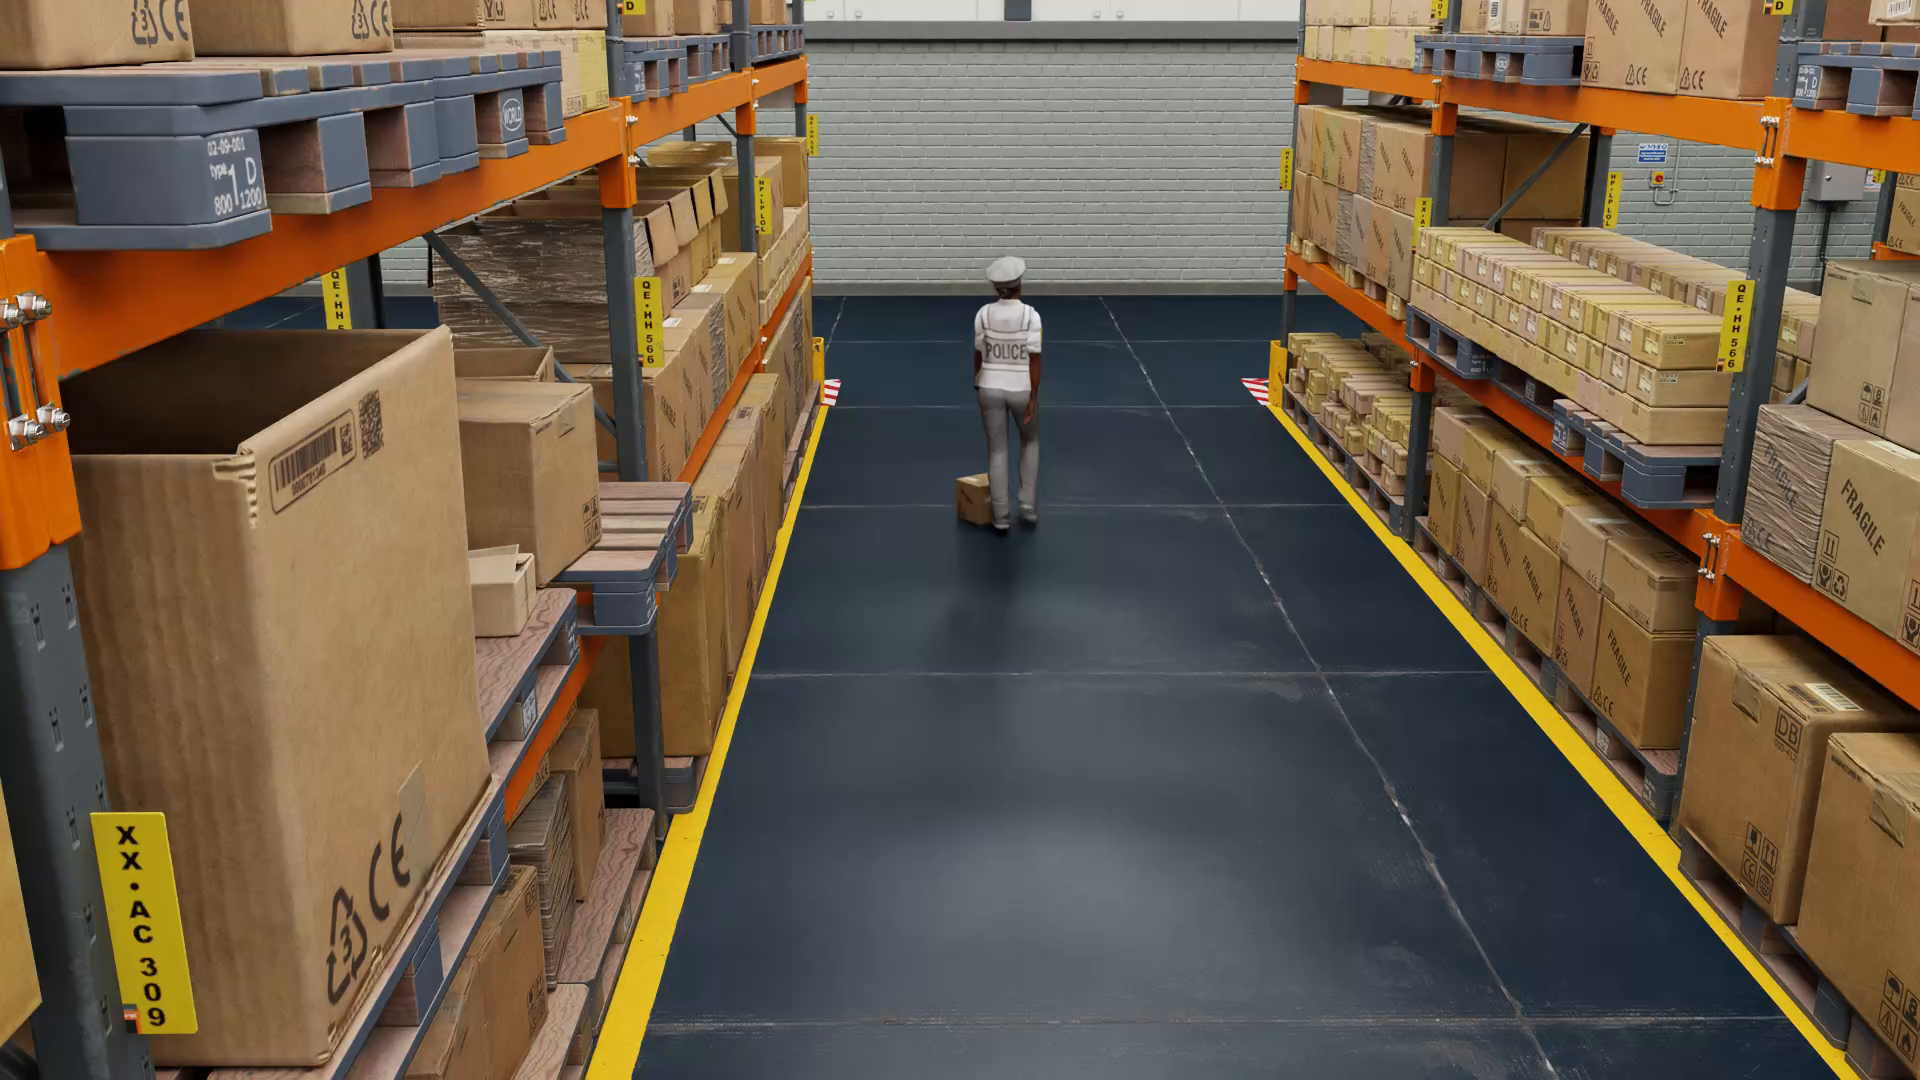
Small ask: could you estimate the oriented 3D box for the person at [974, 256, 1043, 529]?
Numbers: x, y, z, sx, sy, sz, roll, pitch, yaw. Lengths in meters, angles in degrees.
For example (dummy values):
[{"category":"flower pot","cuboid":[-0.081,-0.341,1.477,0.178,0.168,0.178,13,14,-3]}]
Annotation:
[{"category":"person","cuboid":[0.299,-0.881,10.404,0.436,1.758,0.555,2,17,7]}]
